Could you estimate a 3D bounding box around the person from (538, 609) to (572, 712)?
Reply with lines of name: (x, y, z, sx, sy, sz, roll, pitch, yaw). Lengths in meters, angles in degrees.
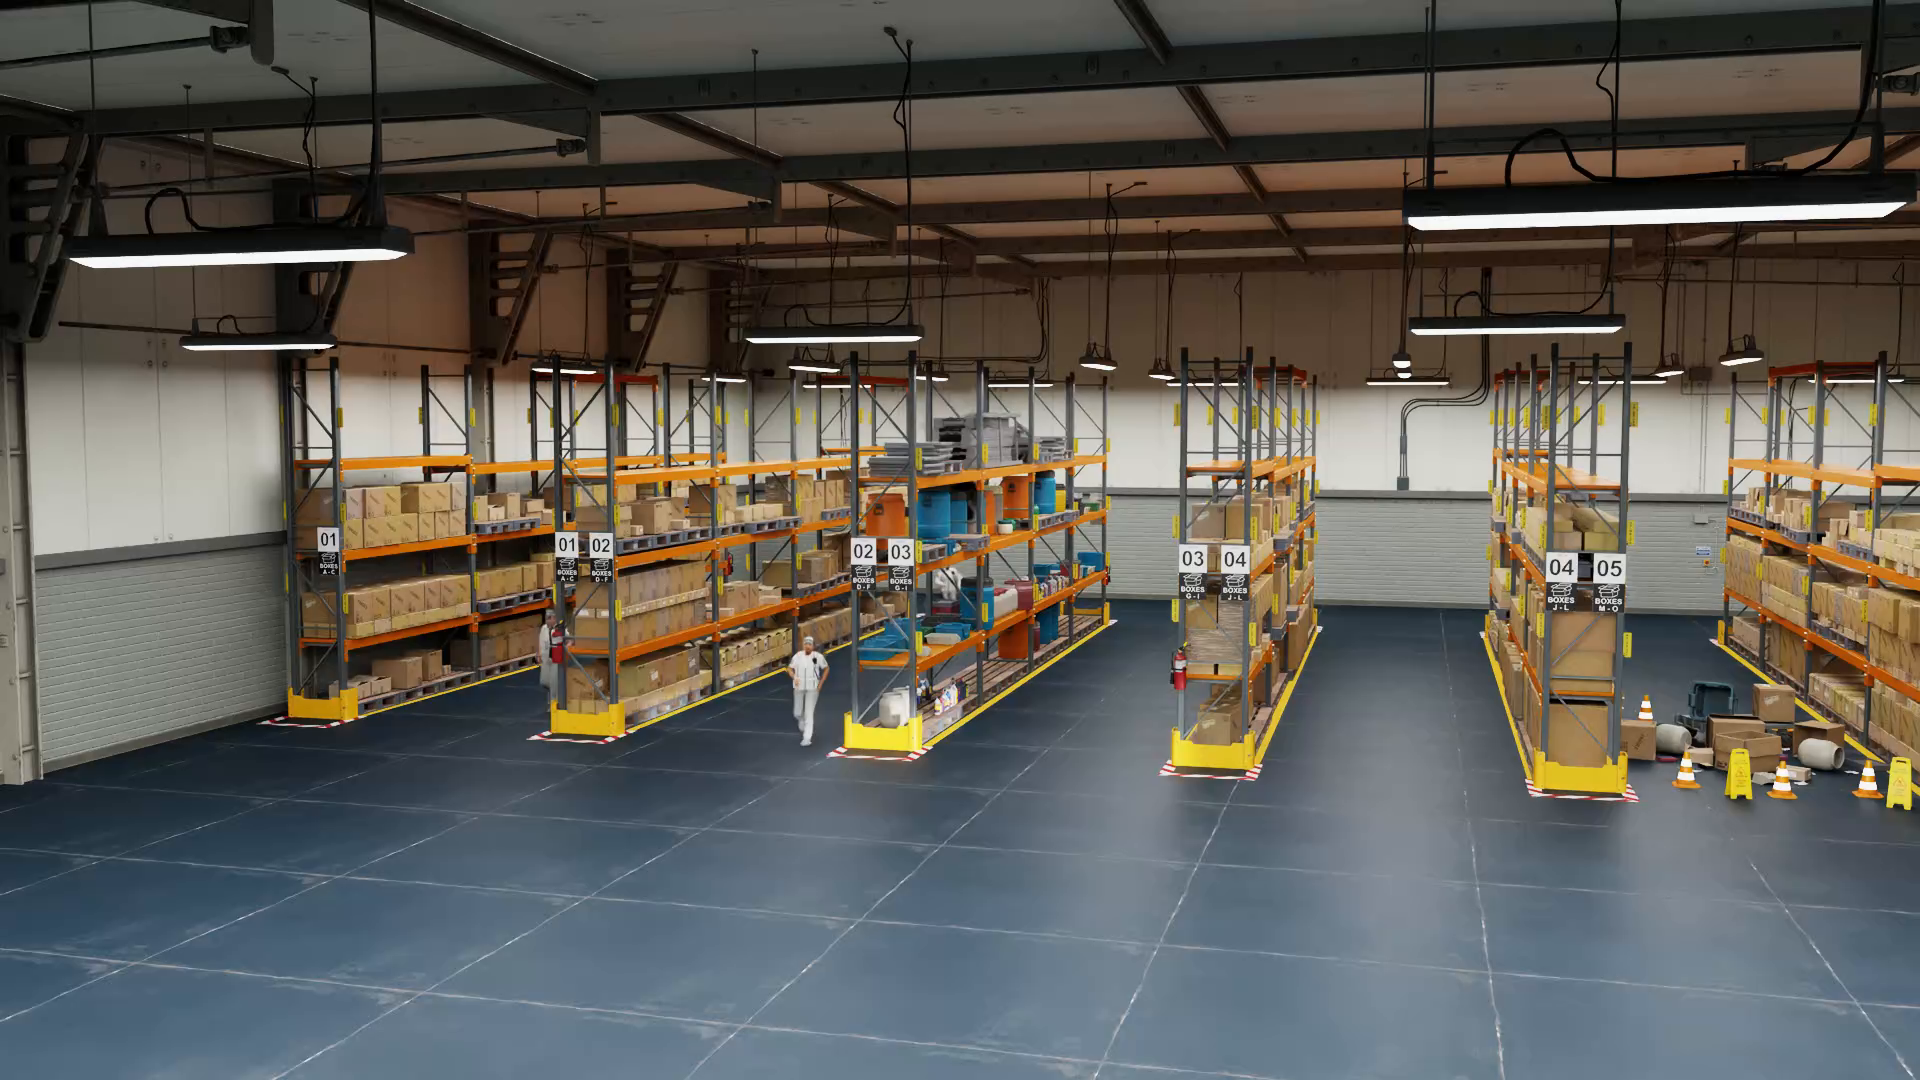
person: (-6.958, 2.047, 28.522, 0.653, 1.755, 0.647, 1, 4, 18)

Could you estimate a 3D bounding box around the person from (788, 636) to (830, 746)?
person: (-2.349, 2.316, 25.755, 0.645, 1.651, 0.777, 0, 4, 3)

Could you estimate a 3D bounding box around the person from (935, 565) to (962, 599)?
person: (-0.279, 1.256, 39.740, 0.641, 1.732, 0.605, 0, 4, 4)
